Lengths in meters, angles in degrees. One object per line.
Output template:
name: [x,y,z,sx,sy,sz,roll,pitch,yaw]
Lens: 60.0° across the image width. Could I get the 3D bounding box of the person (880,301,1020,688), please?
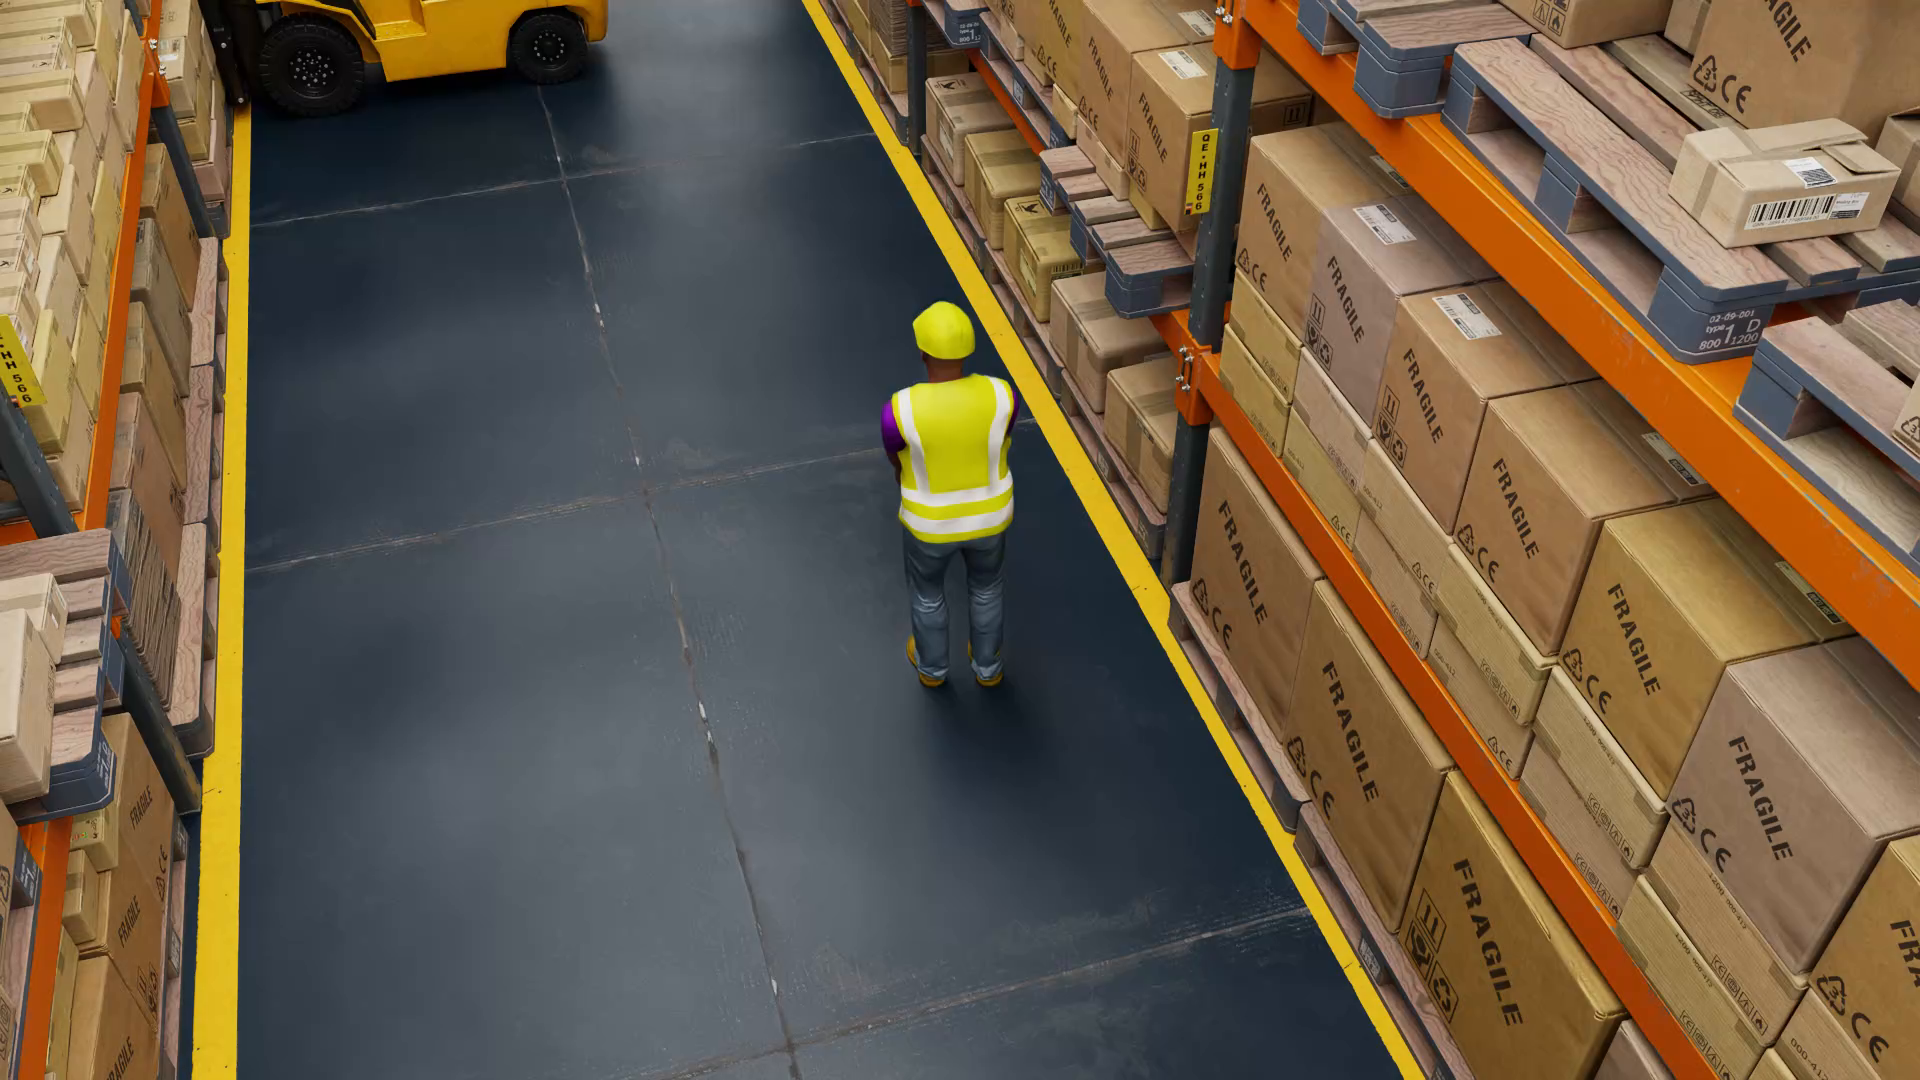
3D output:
person: [-0.052,-0.166,6.333,0.505,1.756,0.577,-9,43,-9]
